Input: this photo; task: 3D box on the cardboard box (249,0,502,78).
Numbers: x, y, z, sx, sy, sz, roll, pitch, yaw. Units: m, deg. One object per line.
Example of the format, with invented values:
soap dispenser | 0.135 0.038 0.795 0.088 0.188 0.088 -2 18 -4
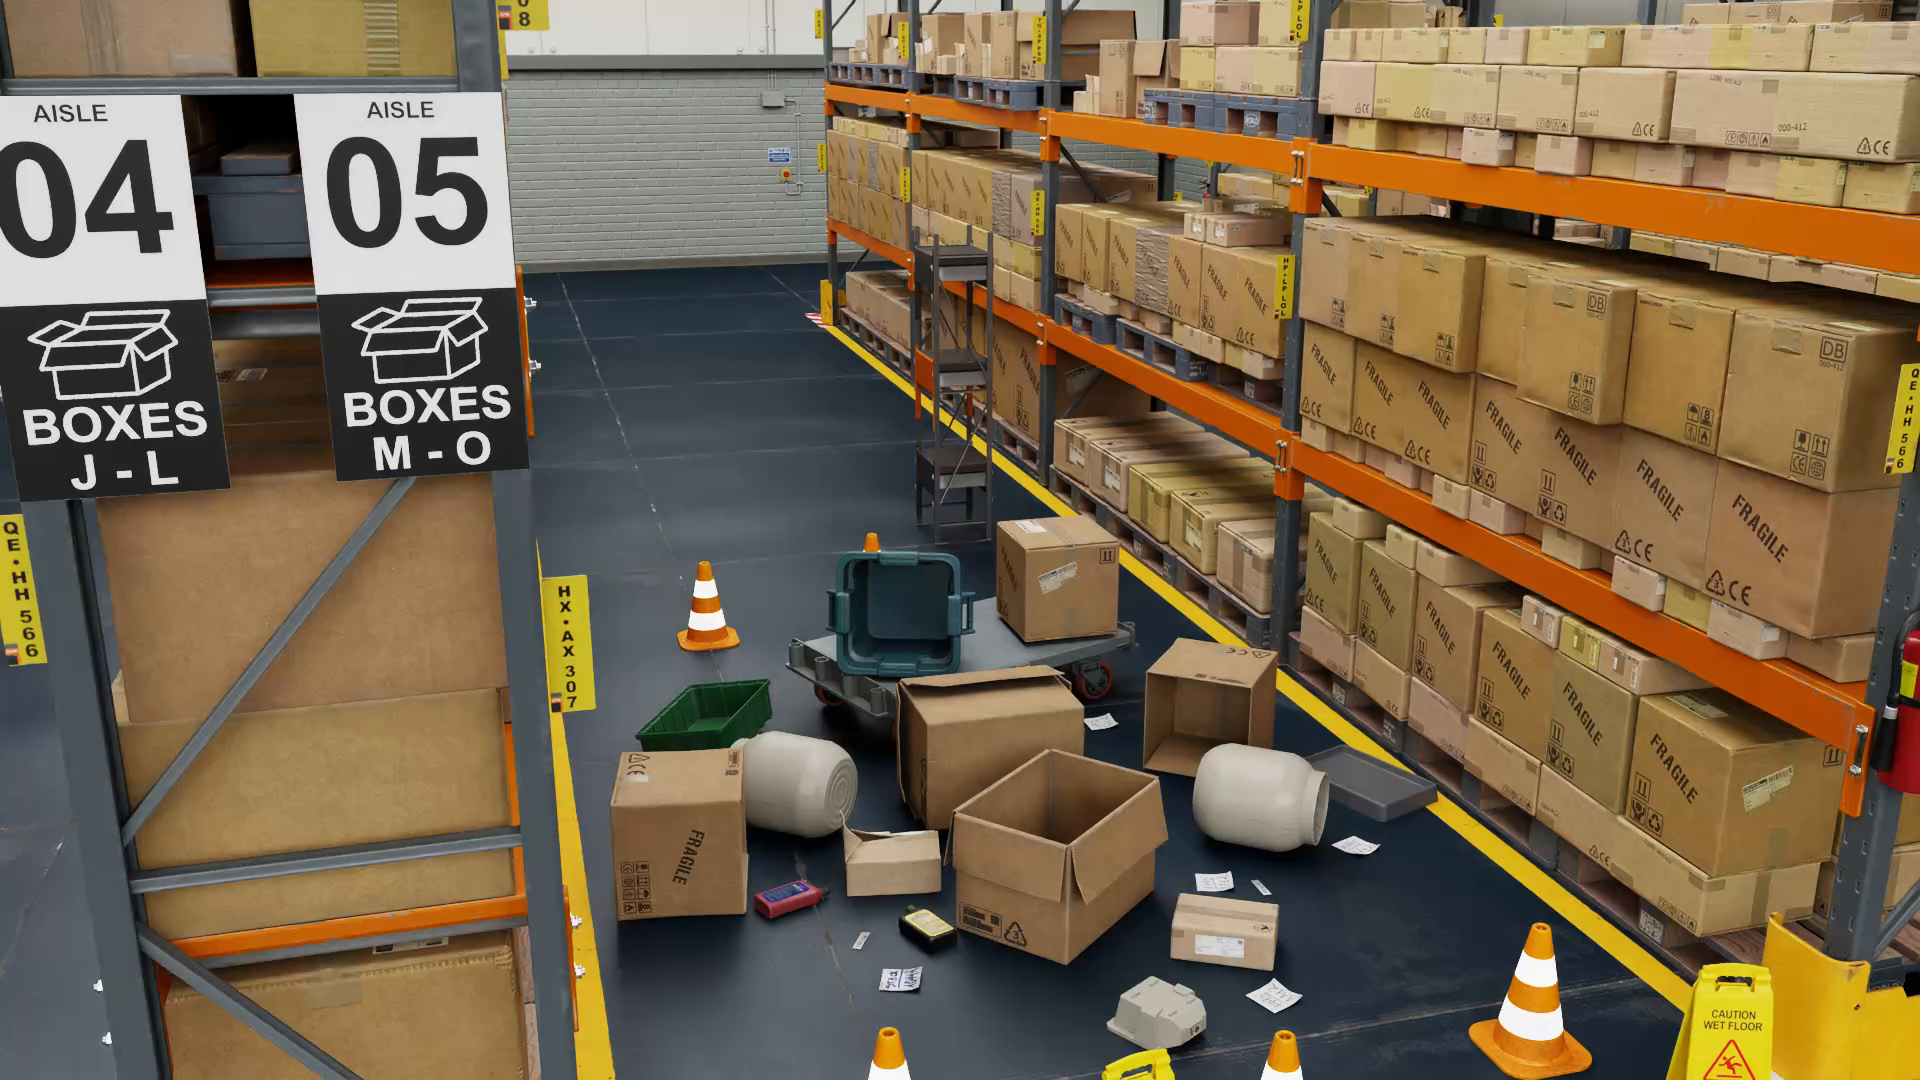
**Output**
cardboard box | -1.315 -1.176 3.779 0.500 0.250 0.500 -5 17 -15

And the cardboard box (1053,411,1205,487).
cardboard box | 1.250 -0.684 12.352 0.950 0.372 0.625 -6 18 -19

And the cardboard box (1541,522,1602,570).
cardboard box | 2.576 0.000 6.675 0.380 0.149 0.250 -5 17 -16

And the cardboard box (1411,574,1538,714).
cardboard box | 2.405 0.440 7.520 0.500 0.500 0.500 -4 17 -12

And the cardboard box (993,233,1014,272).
cardboard box | 0.582 -2.321 13.358 0.500 0.250 0.500 -5 17 -17

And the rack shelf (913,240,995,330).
rack shelf | -0.045 -1.709 11.105 0.431 0.518 0.480 -5 17 -15

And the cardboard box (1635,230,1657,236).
cardboard box | 5.680 -2.539 13.389 0.380 0.149 0.250 -4 17 -14

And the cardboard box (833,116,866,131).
cardboard box | -1.263 -4.829 19.273 0.380 0.149 0.250 -4 17 -14

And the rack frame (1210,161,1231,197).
rack frame | 3.677 -4.505 21.234 1.000 3.000 0.127 -5 17 -15

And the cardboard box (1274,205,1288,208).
cardboard box | 3.902 -3.840 19.459 0.380 0.149 0.250 -4 17 -14

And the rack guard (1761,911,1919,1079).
rack guard | 3.282 1.491 5.621 1.175 0.500 0.348 -5 17 -15

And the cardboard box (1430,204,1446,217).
cardboard box | 4.789 -3.120 16.130 0.396 0.266 0.258 -4 17 -13

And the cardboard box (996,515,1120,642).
cardboard box | 0.500 0.192 8.629 0.500 0.500 0.500 -5 17 -15

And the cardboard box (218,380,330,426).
cardboard box | -1.733 -0.106 4.452 0.875 0.550 0.550 -5 17 -15

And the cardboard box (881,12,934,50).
cardboard box | -0.397 -5.110 16.953 0.797 0.503 0.637 -3 17 -11

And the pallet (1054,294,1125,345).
pallet | 1.403 -1.618 11.957 1.213 0.211 1.003 -5 17 -15

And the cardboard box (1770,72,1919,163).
cardboard box | 2.903 -1.313 5.139 0.500 0.250 0.500 -5 17 -16

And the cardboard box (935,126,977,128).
cardboard box | -0.038 -4.161 17.050 0.380 0.149 0.250 -5 17 -16

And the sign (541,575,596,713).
sign | -0.894 0.239 3.800 0.100 0.325 0.005 -5 17 -15

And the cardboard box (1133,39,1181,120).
cardboard box | 1.551 -2.965 10.714 0.797 0.503 0.637 -5 17 -15

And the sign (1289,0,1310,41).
sign | 1.671 -2.620 8.162 0.100 0.325 0.005 -5 17 -15

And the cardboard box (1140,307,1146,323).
cardboard box | 1.403 -1.501 10.942 0.380 0.149 0.250 -4 17 -13

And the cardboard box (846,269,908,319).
cardboard box | -0.817 -2.911 19.651 0.875 0.438 0.875 -5 18 -17

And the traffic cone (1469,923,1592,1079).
traffic cone | 1.944 1.513 5.612 0.336 0.463 0.334 -5 17 -15

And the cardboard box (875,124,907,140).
cardboard box | -0.676 -4.261 17.383 0.380 0.149 0.250 -5 17 -16

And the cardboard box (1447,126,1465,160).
cardboard box | 2.339 -1.719 7.182 0.380 0.149 0.250 -5 18 -17

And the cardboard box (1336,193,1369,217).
cardboard box | 4.402 -3.590 17.935 0.500 0.250 0.500 -4 17 -14

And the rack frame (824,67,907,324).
rack frame | -1.094 -4.111 19.925 1.000 3.000 0.127 -5 17 -15

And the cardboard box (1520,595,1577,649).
cardboard box | 2.530 0.320 6.790 0.380 0.149 0.250 -4 17 -13

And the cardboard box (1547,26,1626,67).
cardboard box | 2.472 -1.875 6.318 0.380 0.149 0.250 -4 17 -14

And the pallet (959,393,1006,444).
pallet | 0.628 -1.124 14.826 1.003 0.211 1.213 -5 17 -15

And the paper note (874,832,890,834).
paper note | -0.395 1.284 7.138 0.172 0.023 0.155 1 17 4

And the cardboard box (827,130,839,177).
cardboard box | -1.236 -4.483 19.249 0.500 0.500 0.500 -5 17 -16

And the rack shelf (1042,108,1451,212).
rack shelf | 1.654 -2.437 10.388 1.077 0.370 4.000 -5 17 -15

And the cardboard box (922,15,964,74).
cardboard box | -0.032 -4.424 14.847 0.500 0.500 0.500 -5 17 -16

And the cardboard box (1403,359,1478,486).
cardboard box | 2.342 -0.562 7.417 0.500 0.500 0.500 -5 17 -16

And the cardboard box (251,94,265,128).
cardboard box | -2.195 -1.248 4.712 0.380 0.149 0.250 -5 17 -15

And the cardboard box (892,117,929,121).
cardboard box | -0.558 -4.732 18.952 0.380 0.149 0.250 -5 17 -16

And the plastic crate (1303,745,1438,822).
plastic crate | 1.847 1.105 7.633 0.402 0.080 0.583 -12 20 -34

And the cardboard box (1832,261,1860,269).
cardboard box | 6.288 -1.972 11.502 0.380 0.149 0.250 -5 17 -15

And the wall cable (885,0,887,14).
wall cable | -2.204 -8.594 24.421 2.355 3.000 0.029 -5 17 -15

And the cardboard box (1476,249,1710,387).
cardboard box | 2.578 -0.901 6.809 0.700 0.500 0.500 -5 17 -16

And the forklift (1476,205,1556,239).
forklift | 4.495 -1.853 12.526 3.031 2.935 1.130 11 20 32

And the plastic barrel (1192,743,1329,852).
plastic barrel | 1.280 1.097 7.065 0.512 0.421 0.421 7 18 23

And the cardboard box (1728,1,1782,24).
cardboard box | 6.075 -3.674 12.177 0.700 0.500 0.500 -5 17 -16

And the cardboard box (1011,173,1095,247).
cardboard box | 0.711 -2.547 12.807 0.500 0.500 0.500 -5 17 -17

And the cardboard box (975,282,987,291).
cardboard box | 0.437 -2.227 13.911 0.500 0.250 0.500 -5 17 -16

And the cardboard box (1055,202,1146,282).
cardboard box | 1.005 -2.147 11.965 0.500 0.500 0.500 -5 17 -17

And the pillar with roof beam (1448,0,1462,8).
pillar with roof beam | 1.313 -6.195 16.433 9.100 9.000 0.400 -5 17 -15

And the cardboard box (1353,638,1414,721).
cardboard box | 2.264 0.655 8.107 0.500 0.250 0.500 -4 17 -12

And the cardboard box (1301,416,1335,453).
cardboard box | 1.982 -0.559 8.536 0.380 0.149 0.250 -5 17 -16

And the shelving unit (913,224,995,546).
shelving unit | -0.045 -1.051 11.302 0.431 2.100 0.503 -5 17 -15

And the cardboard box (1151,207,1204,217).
cardboard box | 1.649 -2.044 11.622 0.500 0.500 0.500 -5 17 -16

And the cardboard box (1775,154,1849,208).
cardboard box | 2.836 -1.145 5.271 0.380 0.149 0.250 -5 17 -15

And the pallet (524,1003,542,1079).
pallet | -1.724 1.854 4.912 1.003 0.211 1.213 -5 17 -15
